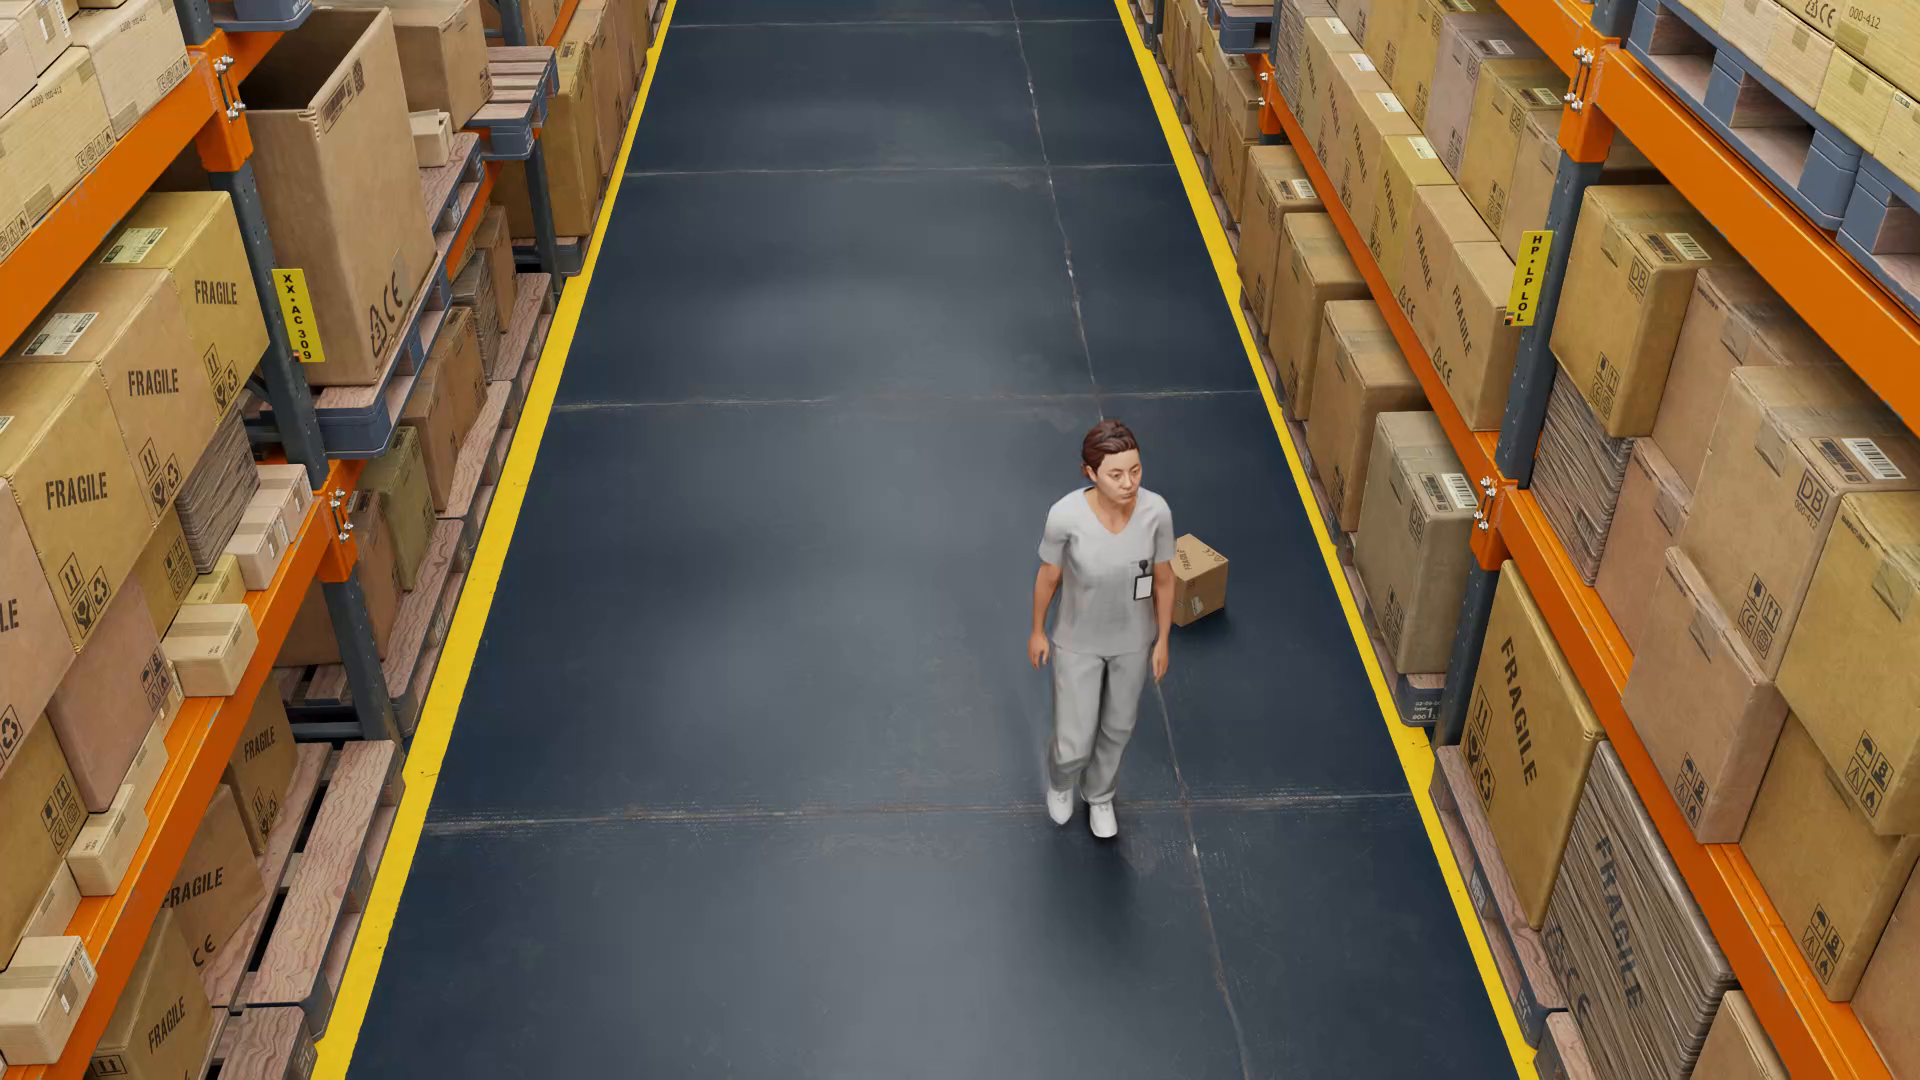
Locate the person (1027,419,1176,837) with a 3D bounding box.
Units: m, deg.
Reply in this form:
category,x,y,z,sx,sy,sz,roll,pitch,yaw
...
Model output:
category,x,y,z,sx,sy,sz,roll,pitch,yaw
person,0.487,0.361,5.599,0.477,1.672,0.437,-7,36,-9
